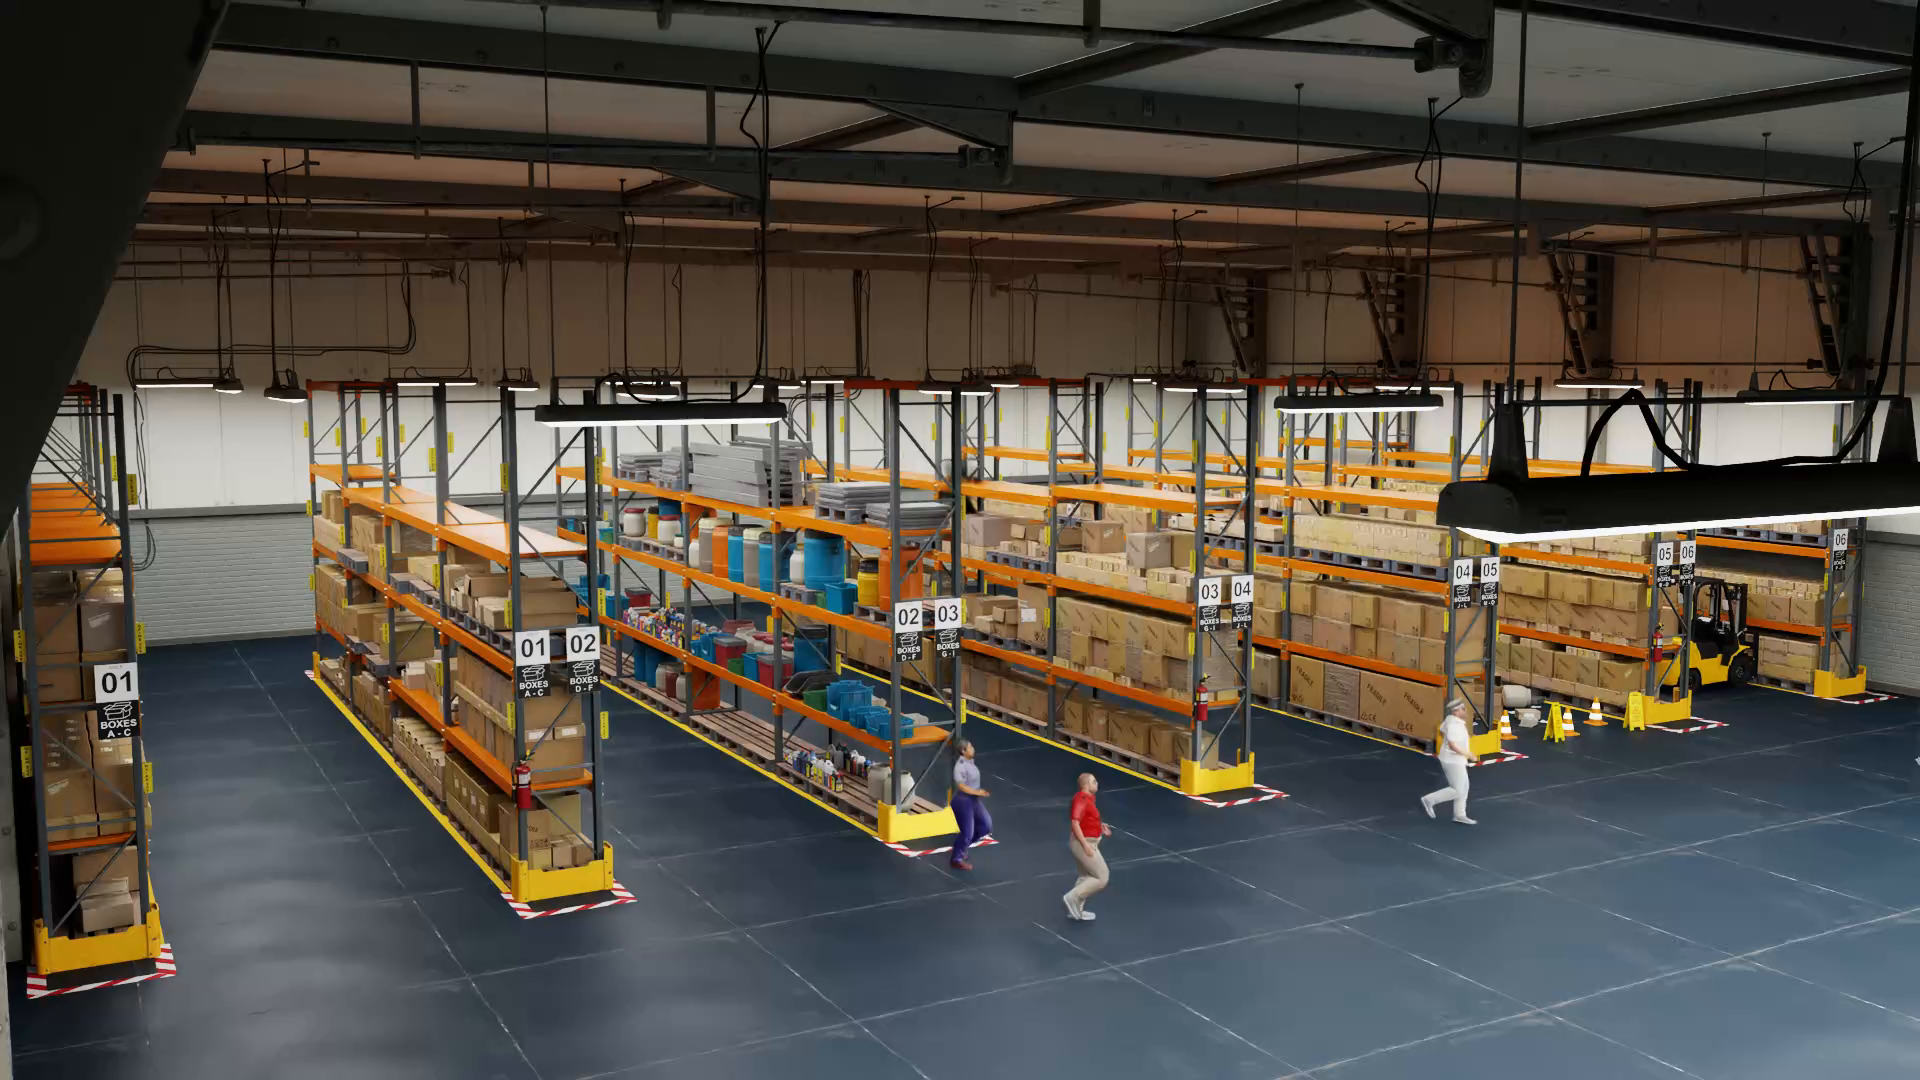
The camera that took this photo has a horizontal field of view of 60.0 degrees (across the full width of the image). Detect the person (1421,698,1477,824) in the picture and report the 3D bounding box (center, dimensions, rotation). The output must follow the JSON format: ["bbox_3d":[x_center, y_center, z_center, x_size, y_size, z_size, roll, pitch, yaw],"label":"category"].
[{"bbox_3d":[6.745,3.040,22.910,0.782,1.776,0.668,1,6,8],"label":"person"}]

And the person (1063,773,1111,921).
[{"bbox_3d":[1.449,3.483,18.925,0.594,1.694,0.675,0,6,-4],"label":"person"}]

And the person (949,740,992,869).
[{"bbox_3d":[0.122,3.314,20.917,0.551,1.621,0.646,2,6,16],"label":"person"}]
